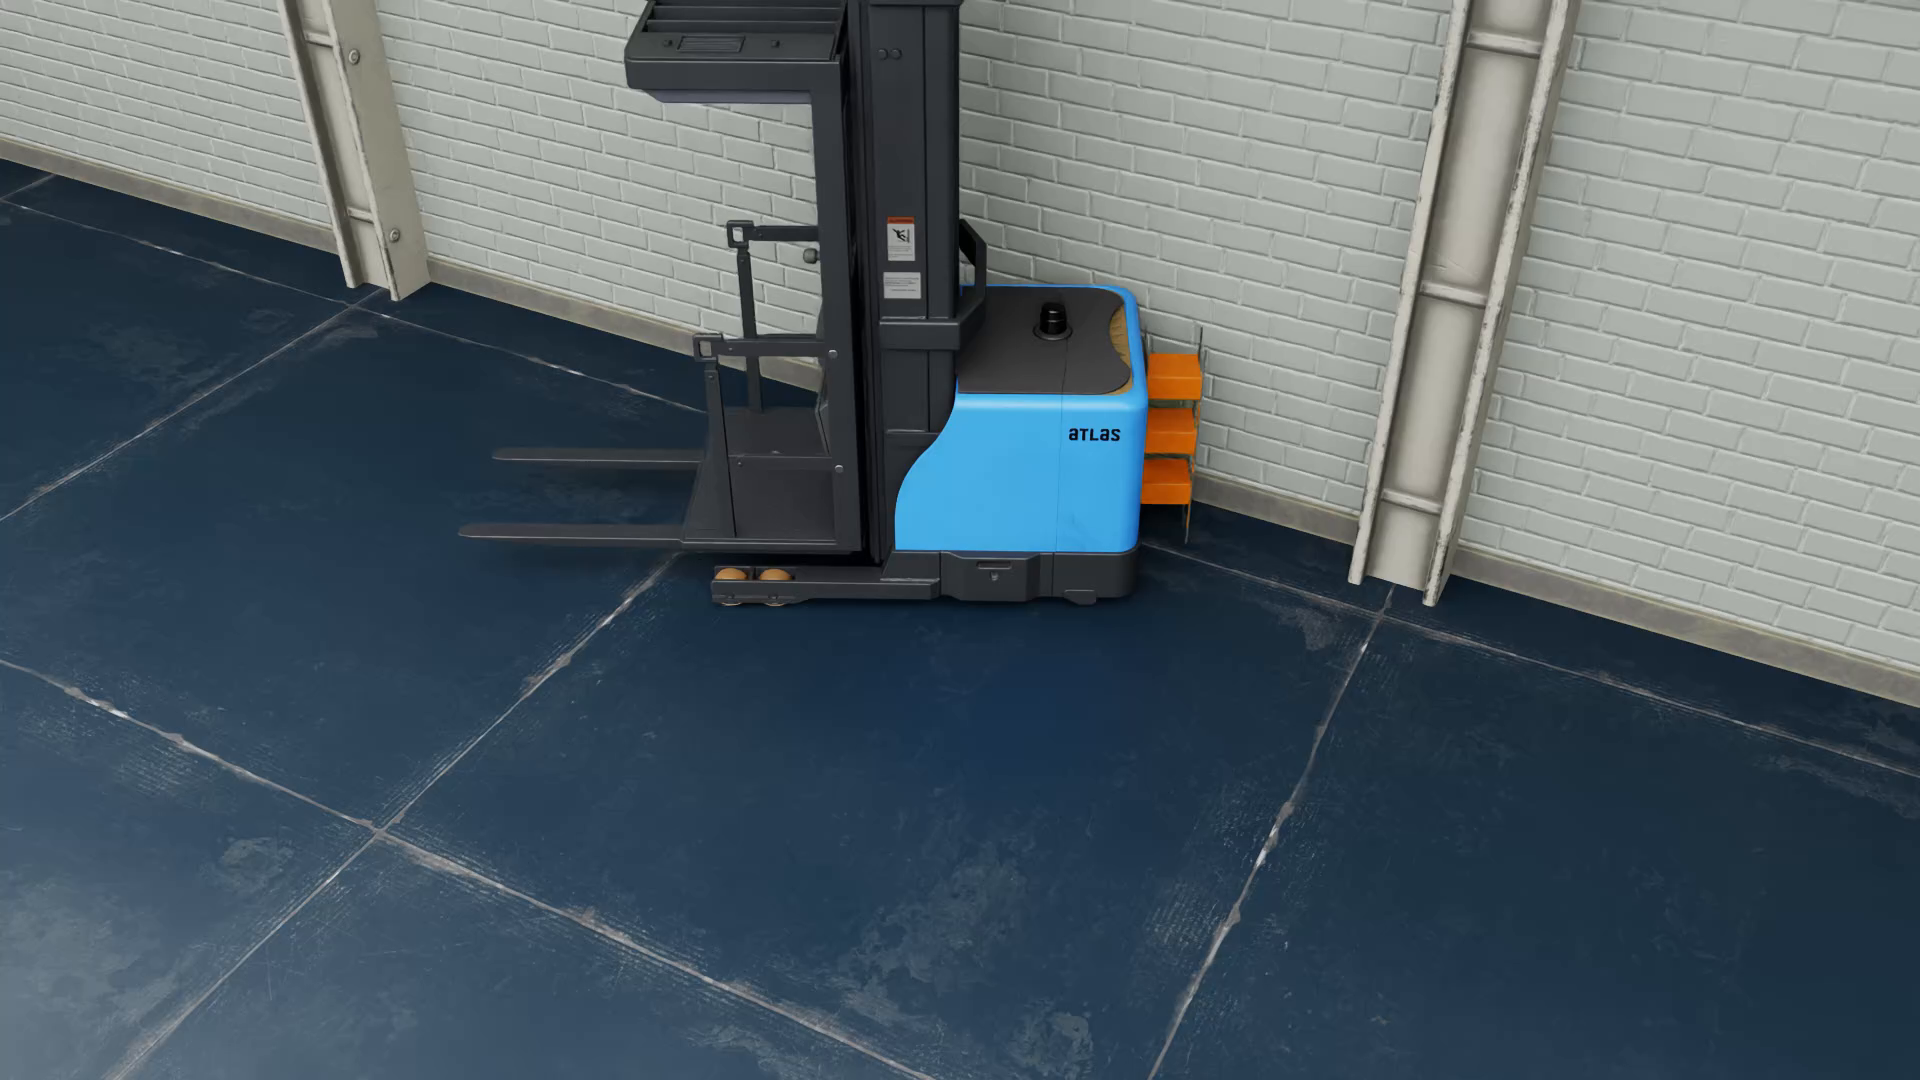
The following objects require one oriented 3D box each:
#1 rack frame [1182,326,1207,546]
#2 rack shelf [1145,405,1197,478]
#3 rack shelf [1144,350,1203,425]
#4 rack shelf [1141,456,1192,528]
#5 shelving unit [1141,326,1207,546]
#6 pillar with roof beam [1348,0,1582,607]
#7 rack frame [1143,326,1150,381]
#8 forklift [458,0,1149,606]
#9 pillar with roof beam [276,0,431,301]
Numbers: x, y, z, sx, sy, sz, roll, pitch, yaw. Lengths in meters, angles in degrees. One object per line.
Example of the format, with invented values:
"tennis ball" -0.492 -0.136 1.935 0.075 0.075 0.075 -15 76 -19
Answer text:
"rack frame" 1.051 -0.452 7.477 0.008 1.050 0.200 1 37 1
"rack shelf" 0.929 -0.445 7.486 0.240 0.259 0.215 1 37 1
"rack shelf" 0.929 -0.671 7.314 0.240 0.259 0.215 1 37 1
"rack shelf" 0.929 -0.224 7.654 0.240 0.259 0.215 1 37 1
"shelving unit" 0.929 -0.454 7.479 0.252 1.050 0.215 1 37 1
"pillar with roof beam" 0.015 -1.113 1.773 0.400 9.000 9.100 17 41 21
"rack frame" 0.807 -0.455 7.482 0.008 1.050 0.200 1 37 1
"forklift" -0.720 -1.193 6.898 3.031 2.935 1.130 1 37 1
"pillar with roof beam" -5.313 -2.781 3.971 0.400 9.000 9.100 17 41 21
